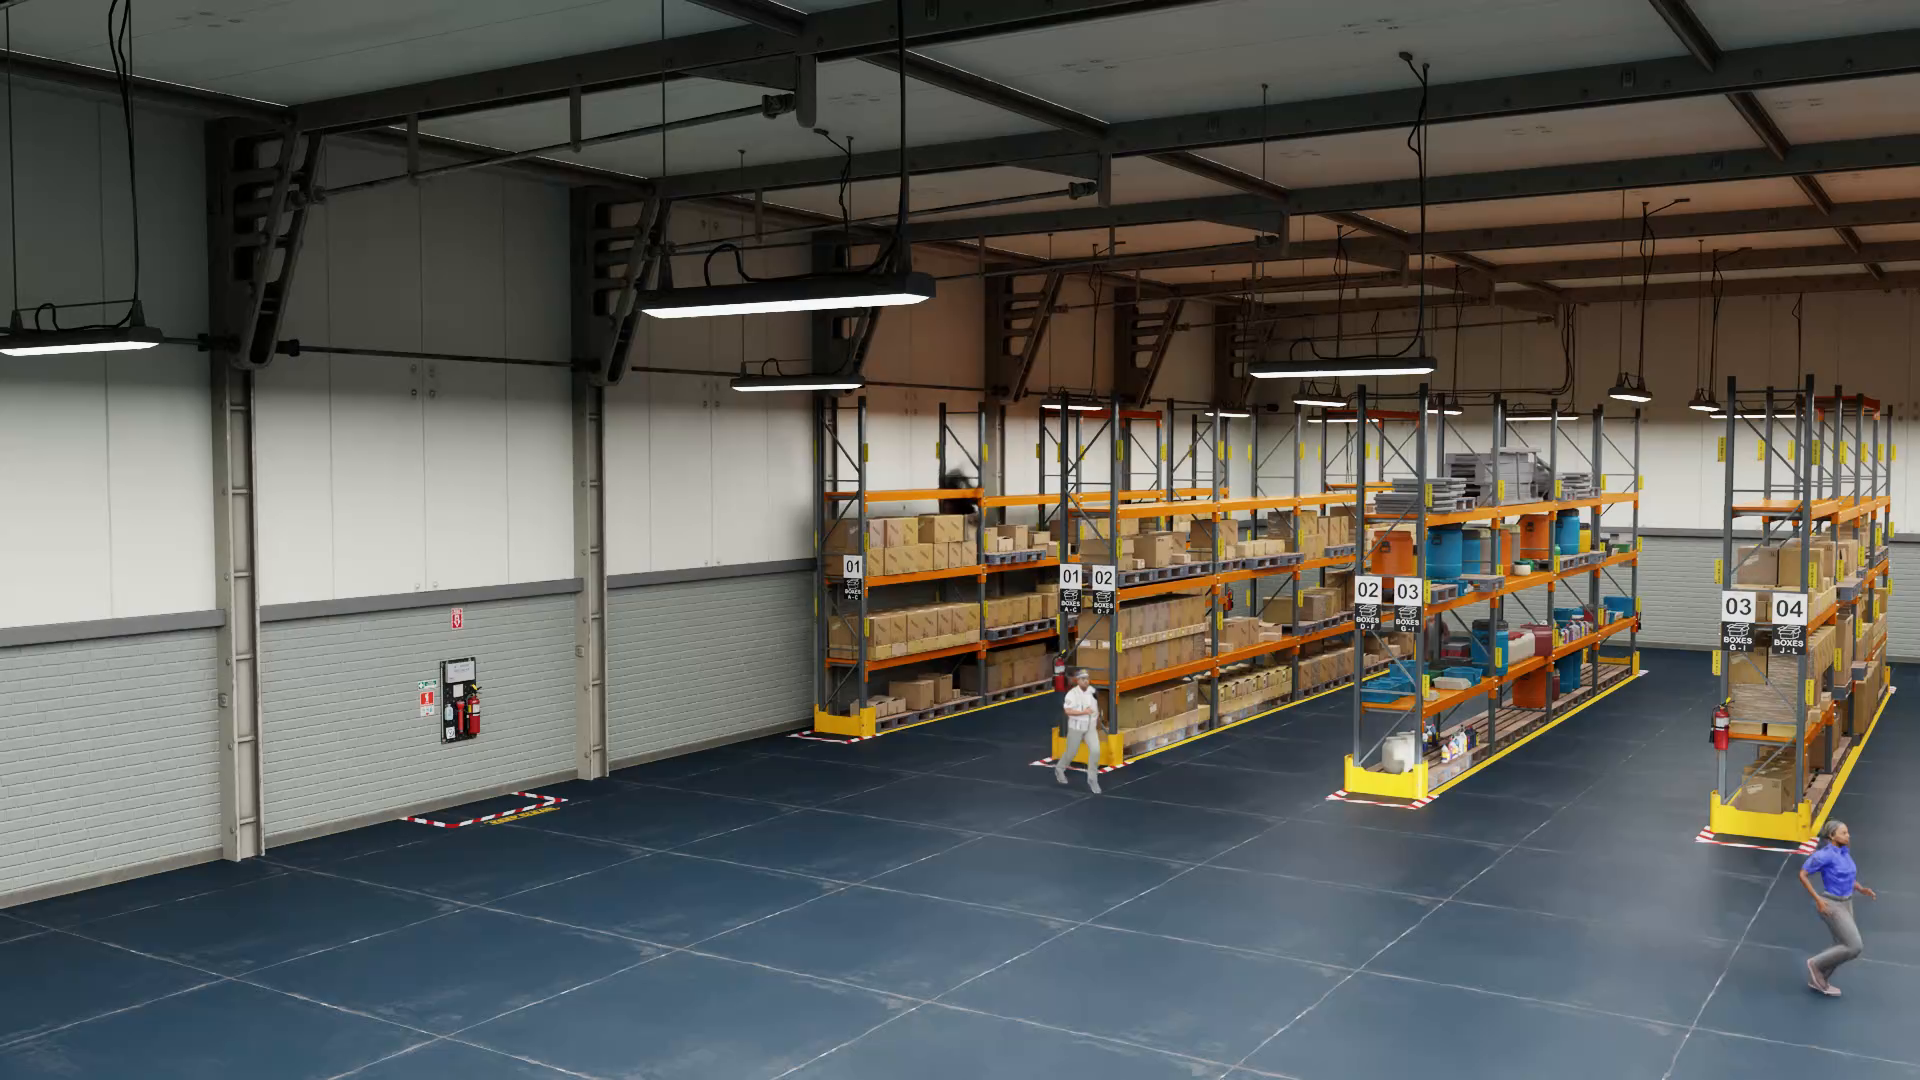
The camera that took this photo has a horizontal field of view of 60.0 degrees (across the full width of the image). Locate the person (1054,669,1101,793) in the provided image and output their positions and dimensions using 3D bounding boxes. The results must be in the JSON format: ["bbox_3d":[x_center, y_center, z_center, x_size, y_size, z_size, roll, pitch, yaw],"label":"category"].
[{"bbox_3d":[1.801,2.825,24.790,0.672,1.837,0.929,-1,3,-26],"label":"person"}]

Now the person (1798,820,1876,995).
[{"bbox_3d":[8.079,3.386,15.240,0.560,1.615,0.569,-2,4,-38],"label":"person"}]

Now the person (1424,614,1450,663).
[{"bbox_3d":[9.922,2.300,34.925,0.696,1.731,0.639,1,3,26],"label":"person"}]
